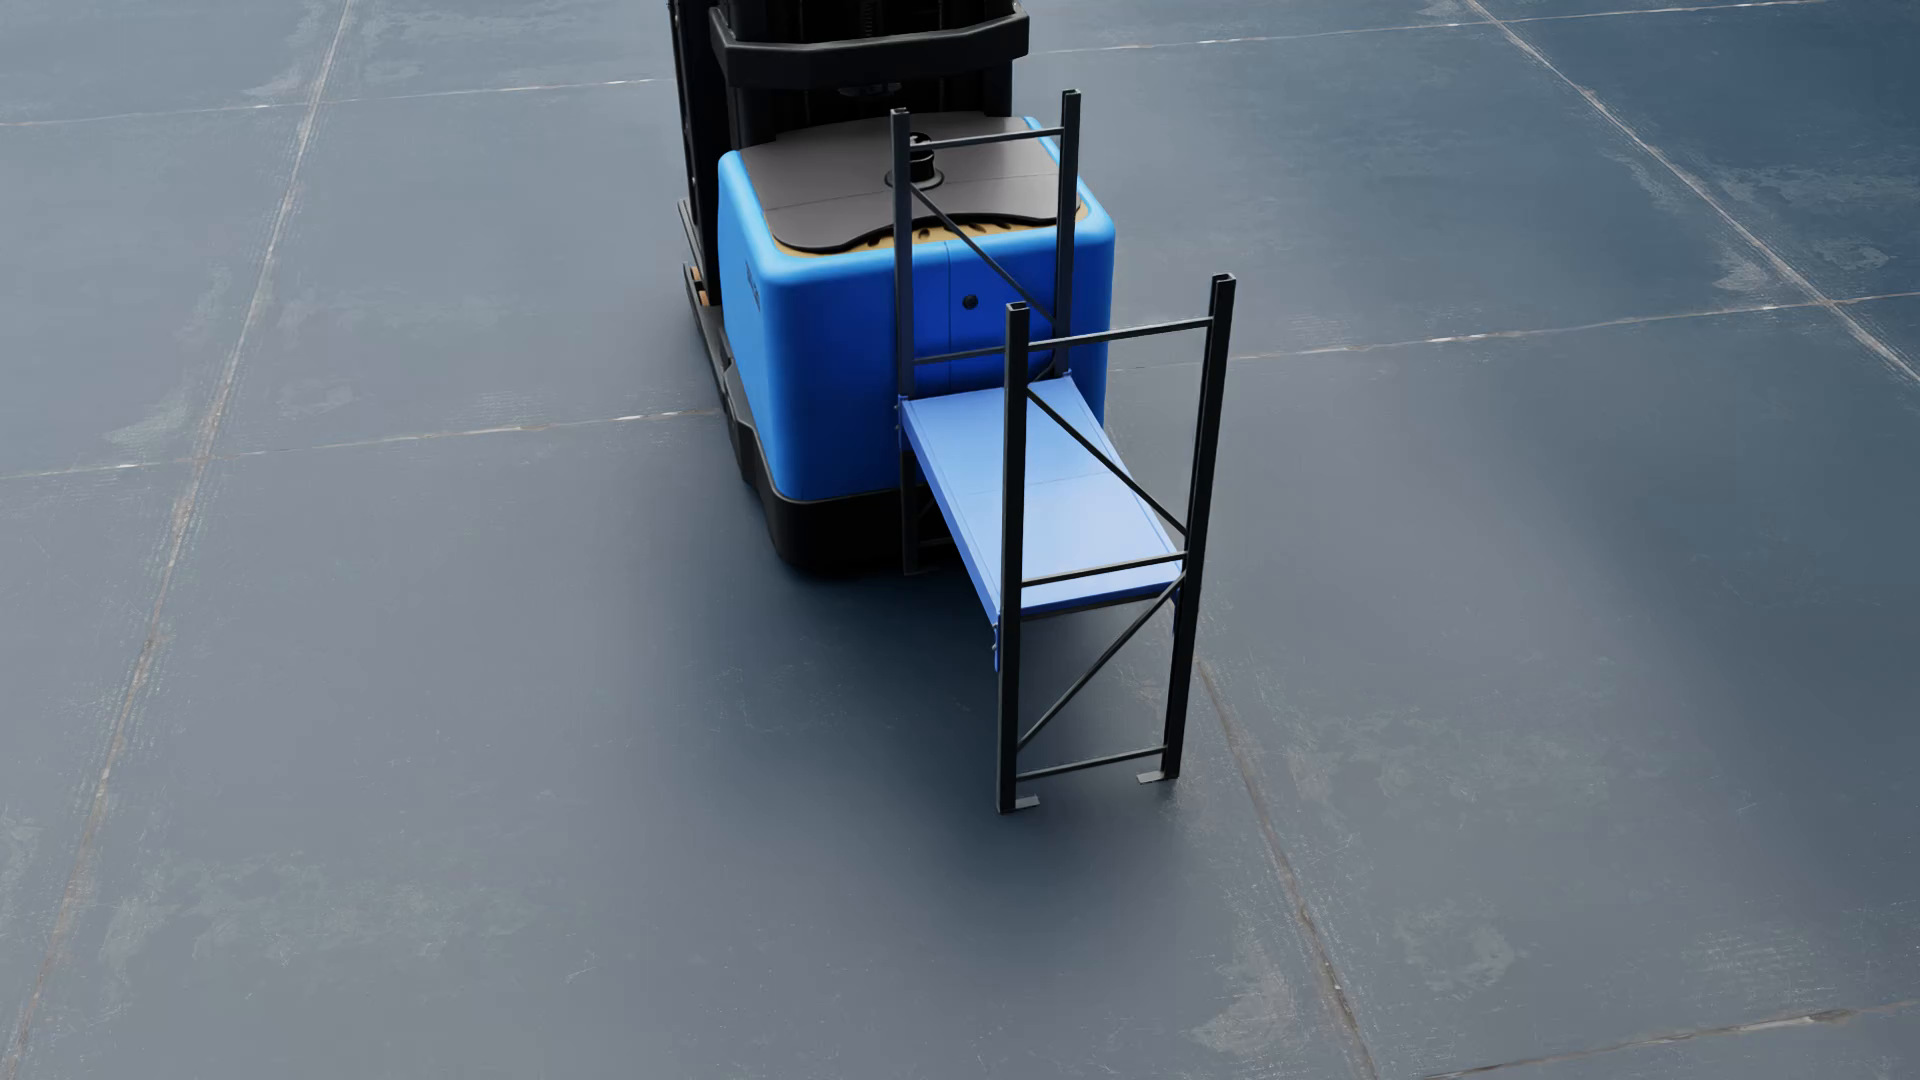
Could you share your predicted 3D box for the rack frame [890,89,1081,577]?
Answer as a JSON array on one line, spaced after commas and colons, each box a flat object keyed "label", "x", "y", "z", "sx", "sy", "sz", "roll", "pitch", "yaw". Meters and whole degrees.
[{"label": "rack frame", "x": 0.068, "y": -0.529, "z": 4.708, "sx": 0.500, "sy": 1.500, "sz": 0.032, "roll": -10, "pitch": 39, "yaw": -12}]

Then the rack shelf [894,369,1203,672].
[{"label": "rack shelf", "x": 0.204, "y": -0.086, "z": 4.432, "sx": 0.538, "sy": 0.185, "sz": 1.000, "roll": -10, "pitch": 39, "yaw": -12}]

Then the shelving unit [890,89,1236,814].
[{"label": "shelving unit", "x": 0.204, "y": -0.228, "z": 4.321, "sx": 0.538, "sy": 1.500, "sz": 1.048, "roll": -10, "pitch": 39, "yaw": -12}]

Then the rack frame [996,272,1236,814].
[{"label": "rack frame", "x": 0.340, "y": 0.072, "z": 3.934, "sx": 0.500, "sy": 1.500, "sz": 0.032, "roll": -10, "pitch": 39, "yaw": -12}]

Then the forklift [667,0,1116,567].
[{"label": "forklift", "x": -0.429, "y": -1.984, "z": 5.415, "sx": 1.130, "sy": 2.935, "sz": 3.031, "roll": -10, "pitch": 39, "yaw": -12}]
